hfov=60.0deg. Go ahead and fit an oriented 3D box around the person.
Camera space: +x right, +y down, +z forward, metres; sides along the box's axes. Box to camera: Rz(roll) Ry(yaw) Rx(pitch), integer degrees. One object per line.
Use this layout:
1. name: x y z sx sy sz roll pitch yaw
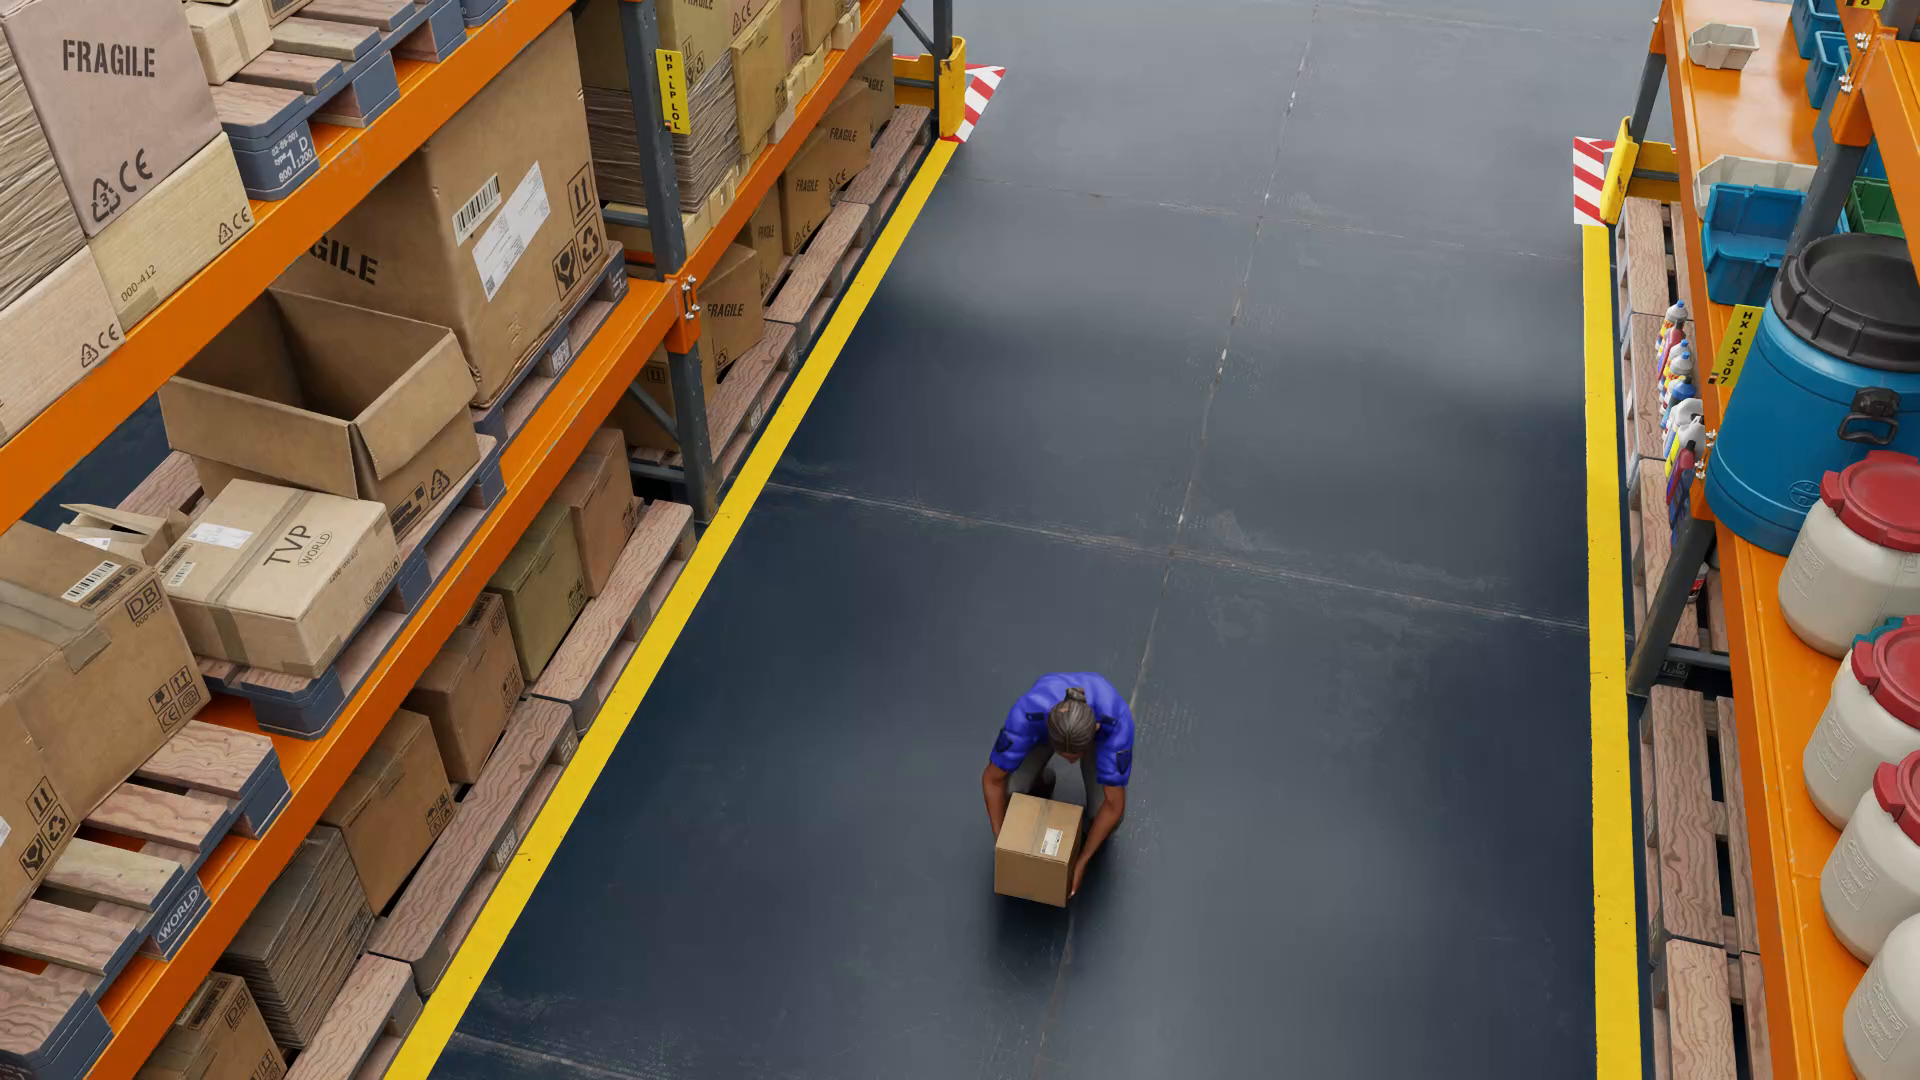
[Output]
1. person: 0.365 0.759 5.868 0.507 0.921 0.818 10 42 11
